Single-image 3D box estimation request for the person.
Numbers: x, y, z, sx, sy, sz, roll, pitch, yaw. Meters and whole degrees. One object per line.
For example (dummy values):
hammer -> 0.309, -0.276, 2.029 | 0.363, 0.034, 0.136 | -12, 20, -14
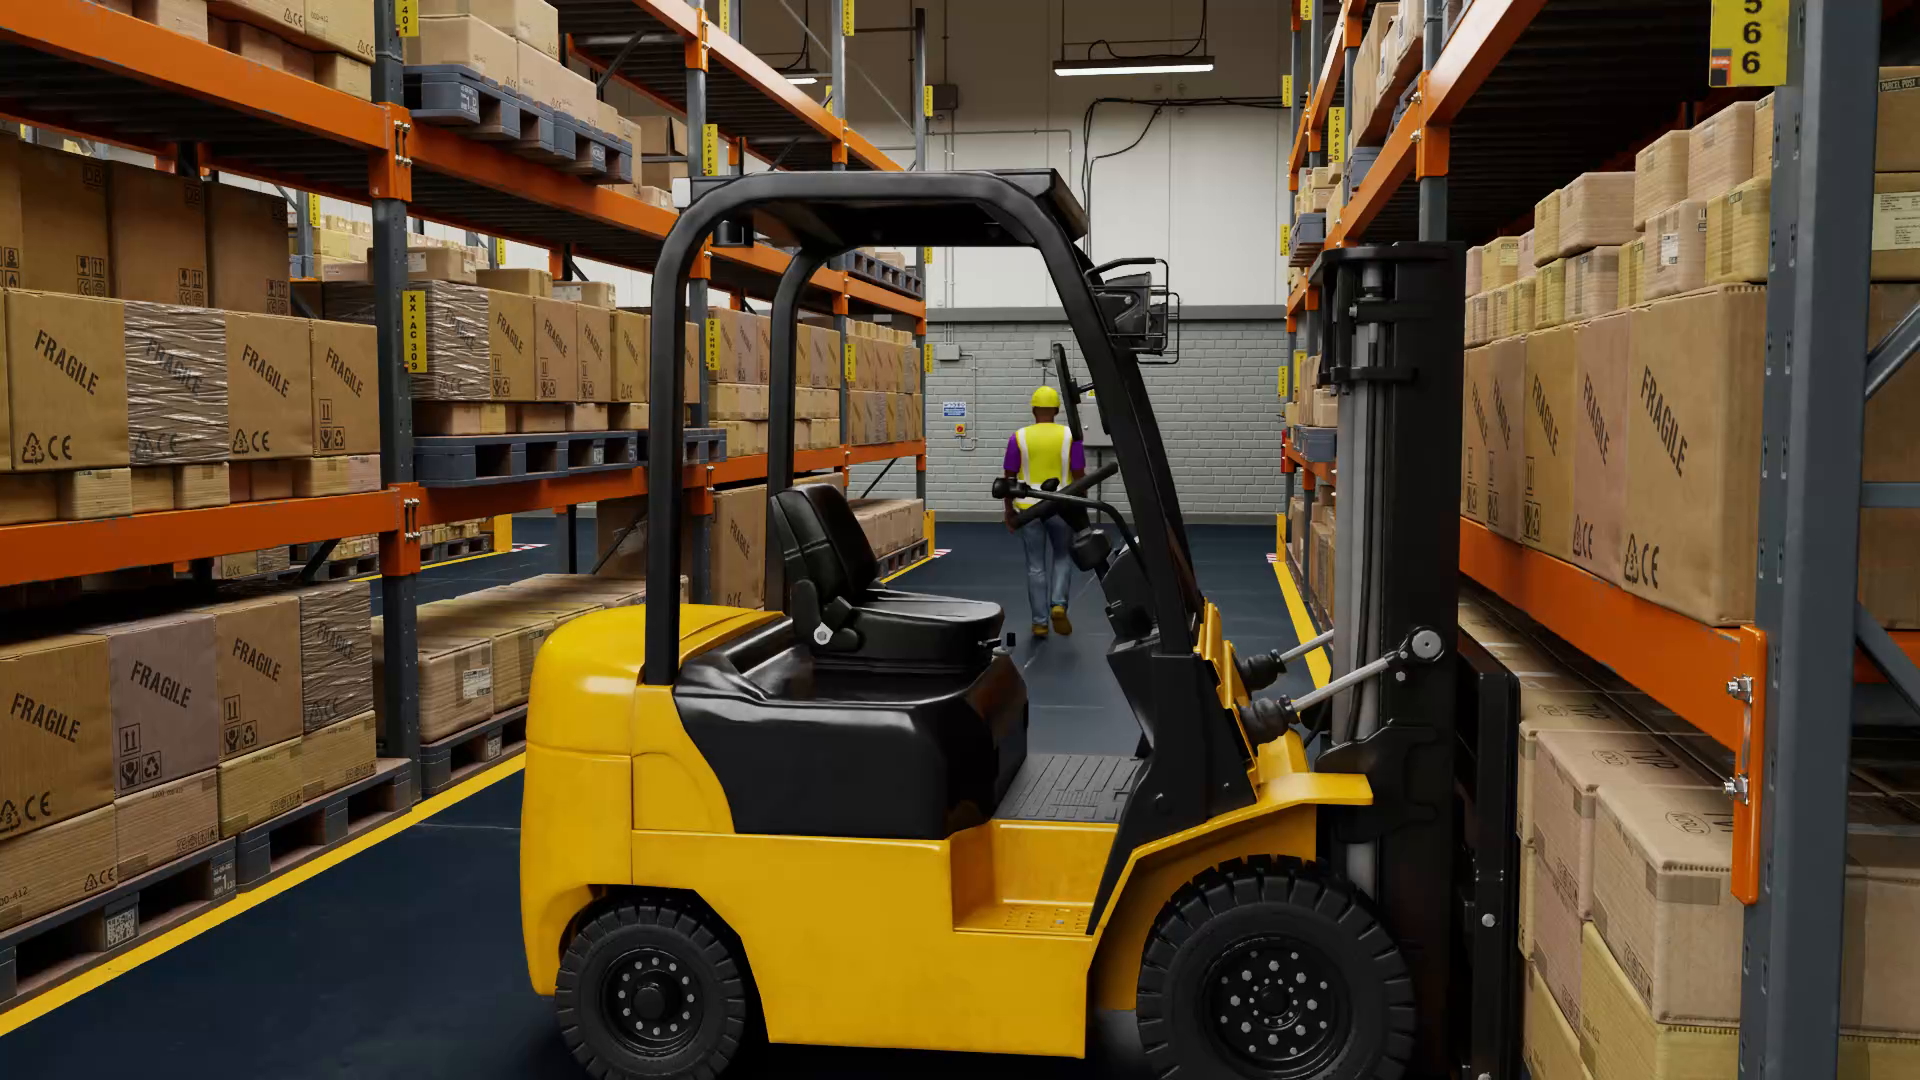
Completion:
person -> 0.609, -0.197, 11.906 | 0.608, 1.801, 0.477 | 0, 4, -1
